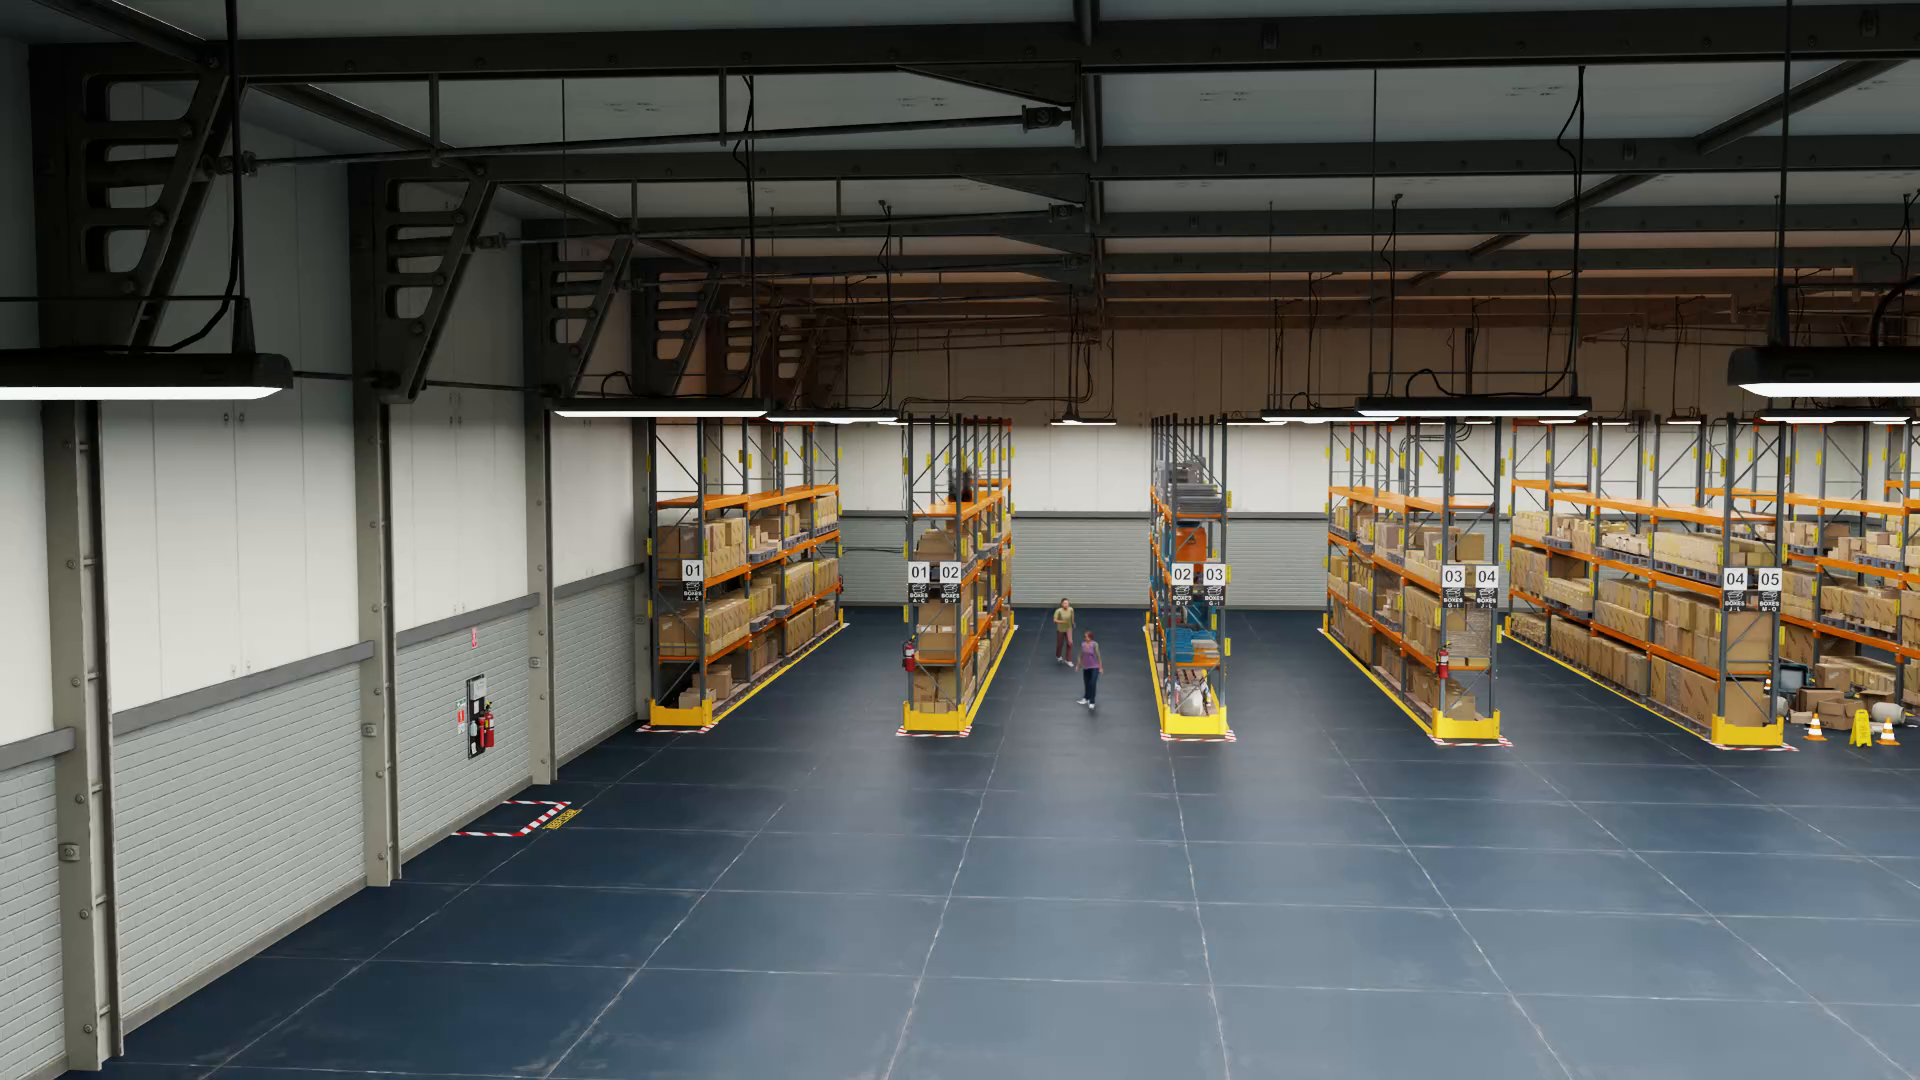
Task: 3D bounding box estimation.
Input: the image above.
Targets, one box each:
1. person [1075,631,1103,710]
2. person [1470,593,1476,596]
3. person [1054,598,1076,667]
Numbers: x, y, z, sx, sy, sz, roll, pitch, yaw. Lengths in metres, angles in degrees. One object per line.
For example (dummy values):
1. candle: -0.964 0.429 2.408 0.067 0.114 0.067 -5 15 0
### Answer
1. person: 2.676 2.657 34.162 0.639 1.600 0.608 3 5 34
2. person: 14.367 1.716 46.591 0.677 1.754 0.643 2 4 23
3. person: 2.515 2.205 40.227 0.580 1.627 0.939 -1 4 -9
